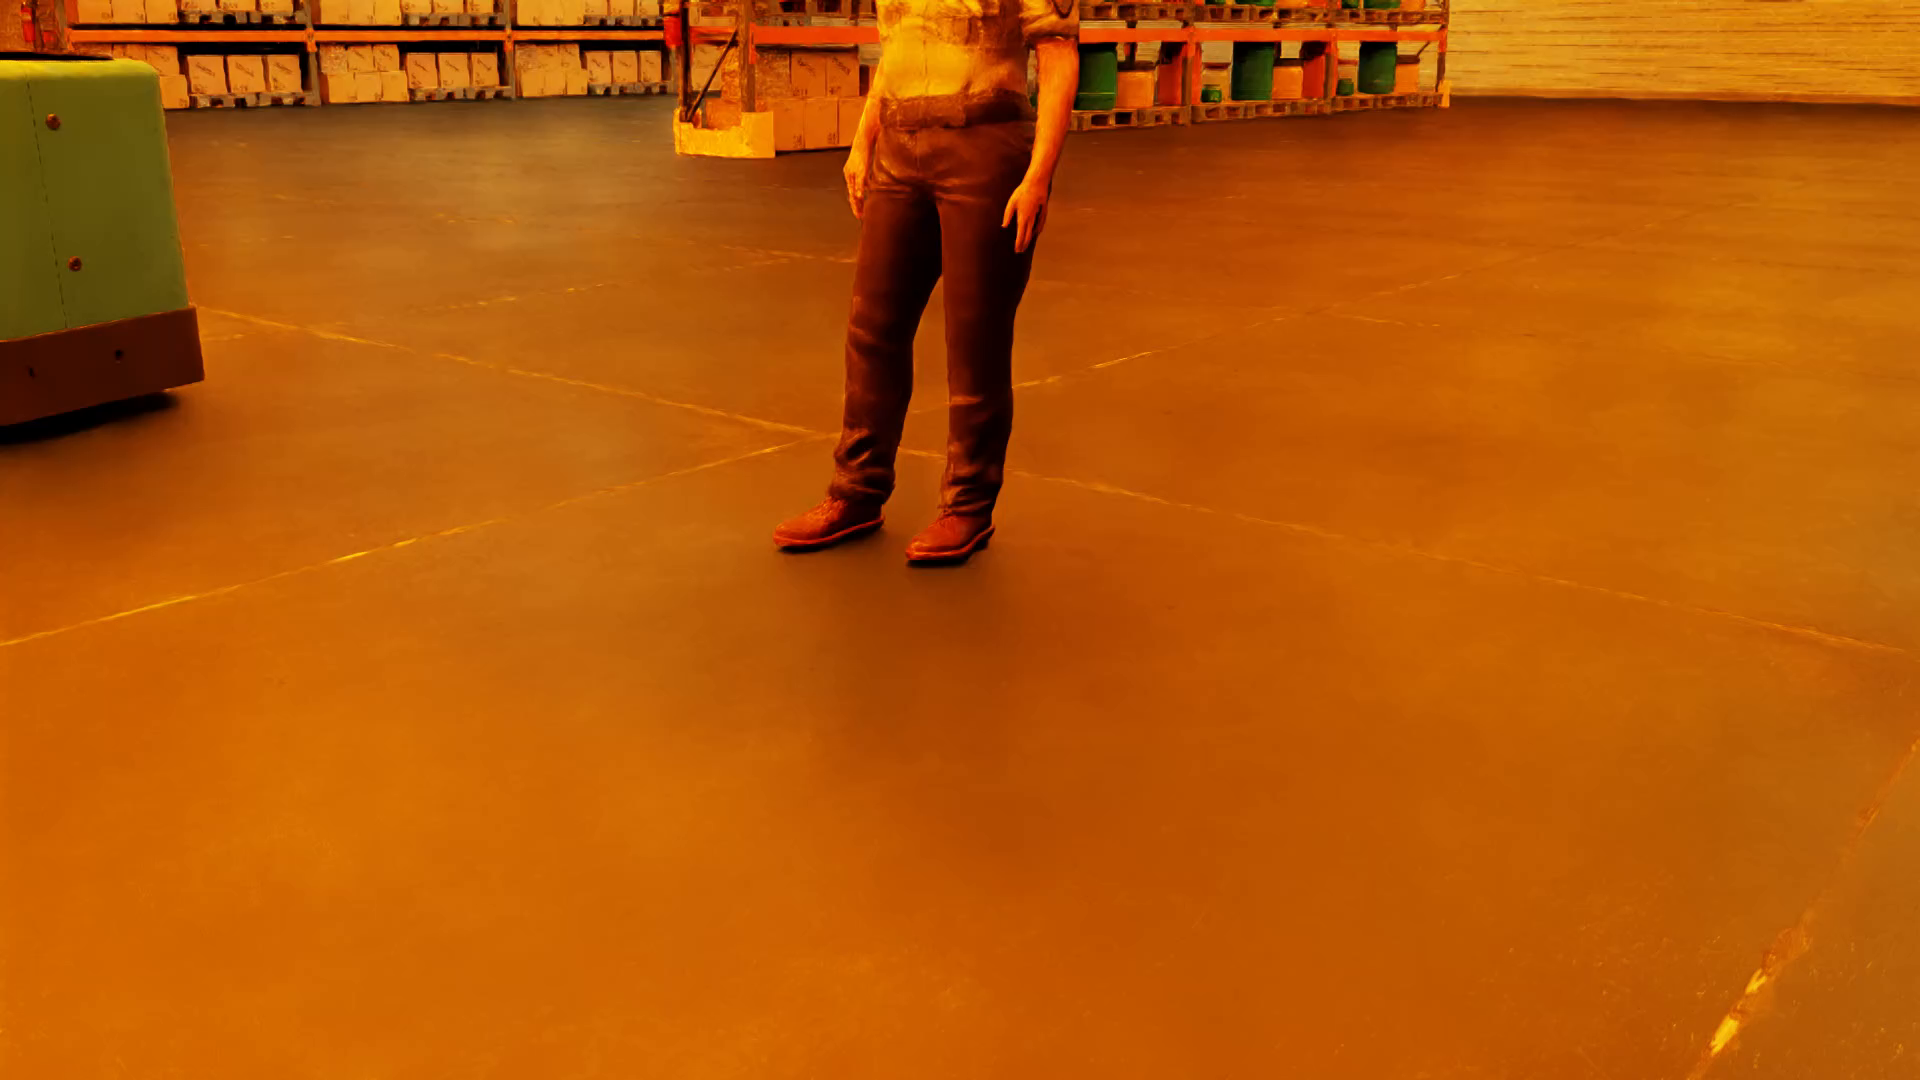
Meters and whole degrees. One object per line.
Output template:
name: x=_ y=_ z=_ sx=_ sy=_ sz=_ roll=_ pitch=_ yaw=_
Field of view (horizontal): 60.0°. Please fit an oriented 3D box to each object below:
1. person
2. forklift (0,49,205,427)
person: x=-0.075 y=-0.779 z=3.648 sx=0.599 sy=1.650 sz=0.502 roll=13 pitch=21 yaw=37
forklift: x=-4.025 y=-1.902 z=5.160 sx=3.031 sy=2.935 sz=1.130 roll=7 pitch=18 yaw=22
